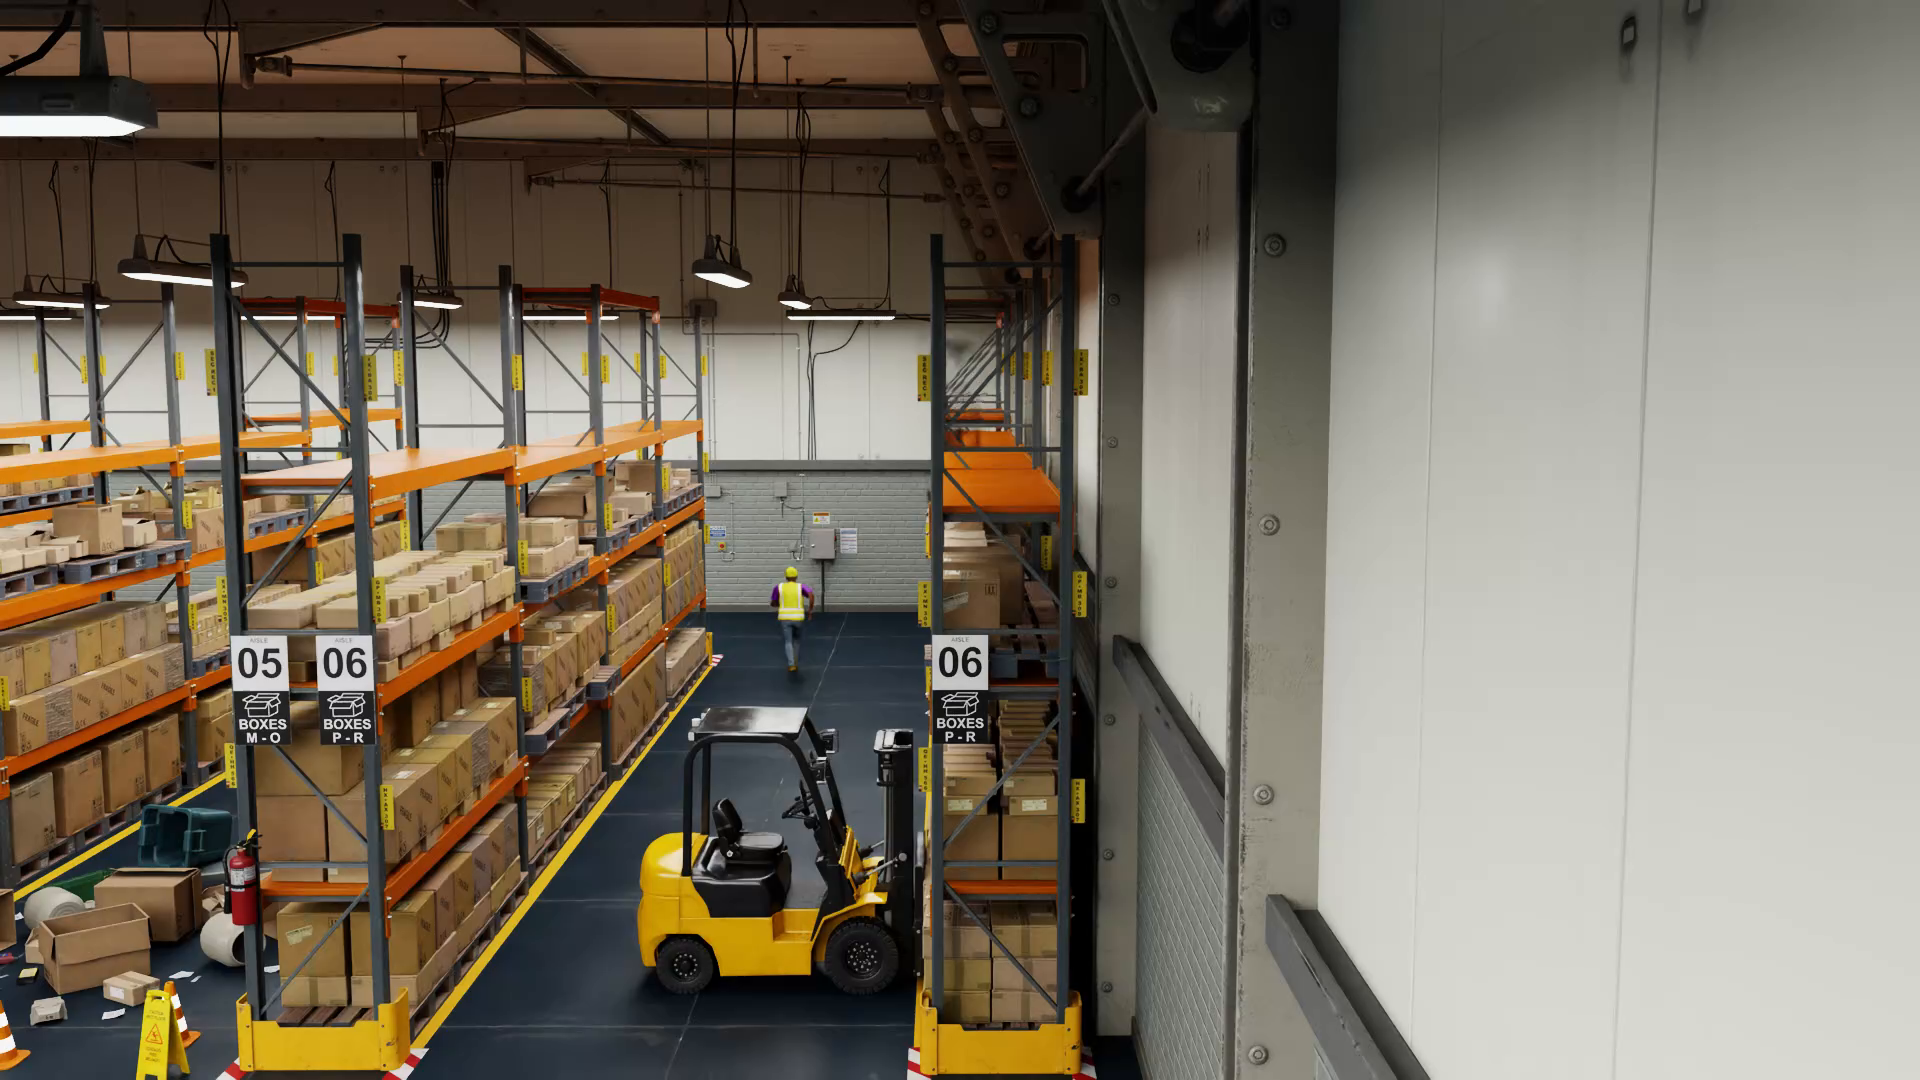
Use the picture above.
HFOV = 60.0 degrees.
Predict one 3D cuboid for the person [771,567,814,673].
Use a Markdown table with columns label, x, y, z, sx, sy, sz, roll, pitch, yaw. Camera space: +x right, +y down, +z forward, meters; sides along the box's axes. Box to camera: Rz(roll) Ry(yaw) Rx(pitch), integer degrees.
| label | x | y | z | sx | sy | sz | roll | pitch | yaw |
| --- | --- | --- | --- | --- | --- | --- | --- | --- | --- |
| person | -2.712 | 1.366 | 26.937 | 0.694 | 1.832 | 0.880 | -1 | 6 | -9 |
